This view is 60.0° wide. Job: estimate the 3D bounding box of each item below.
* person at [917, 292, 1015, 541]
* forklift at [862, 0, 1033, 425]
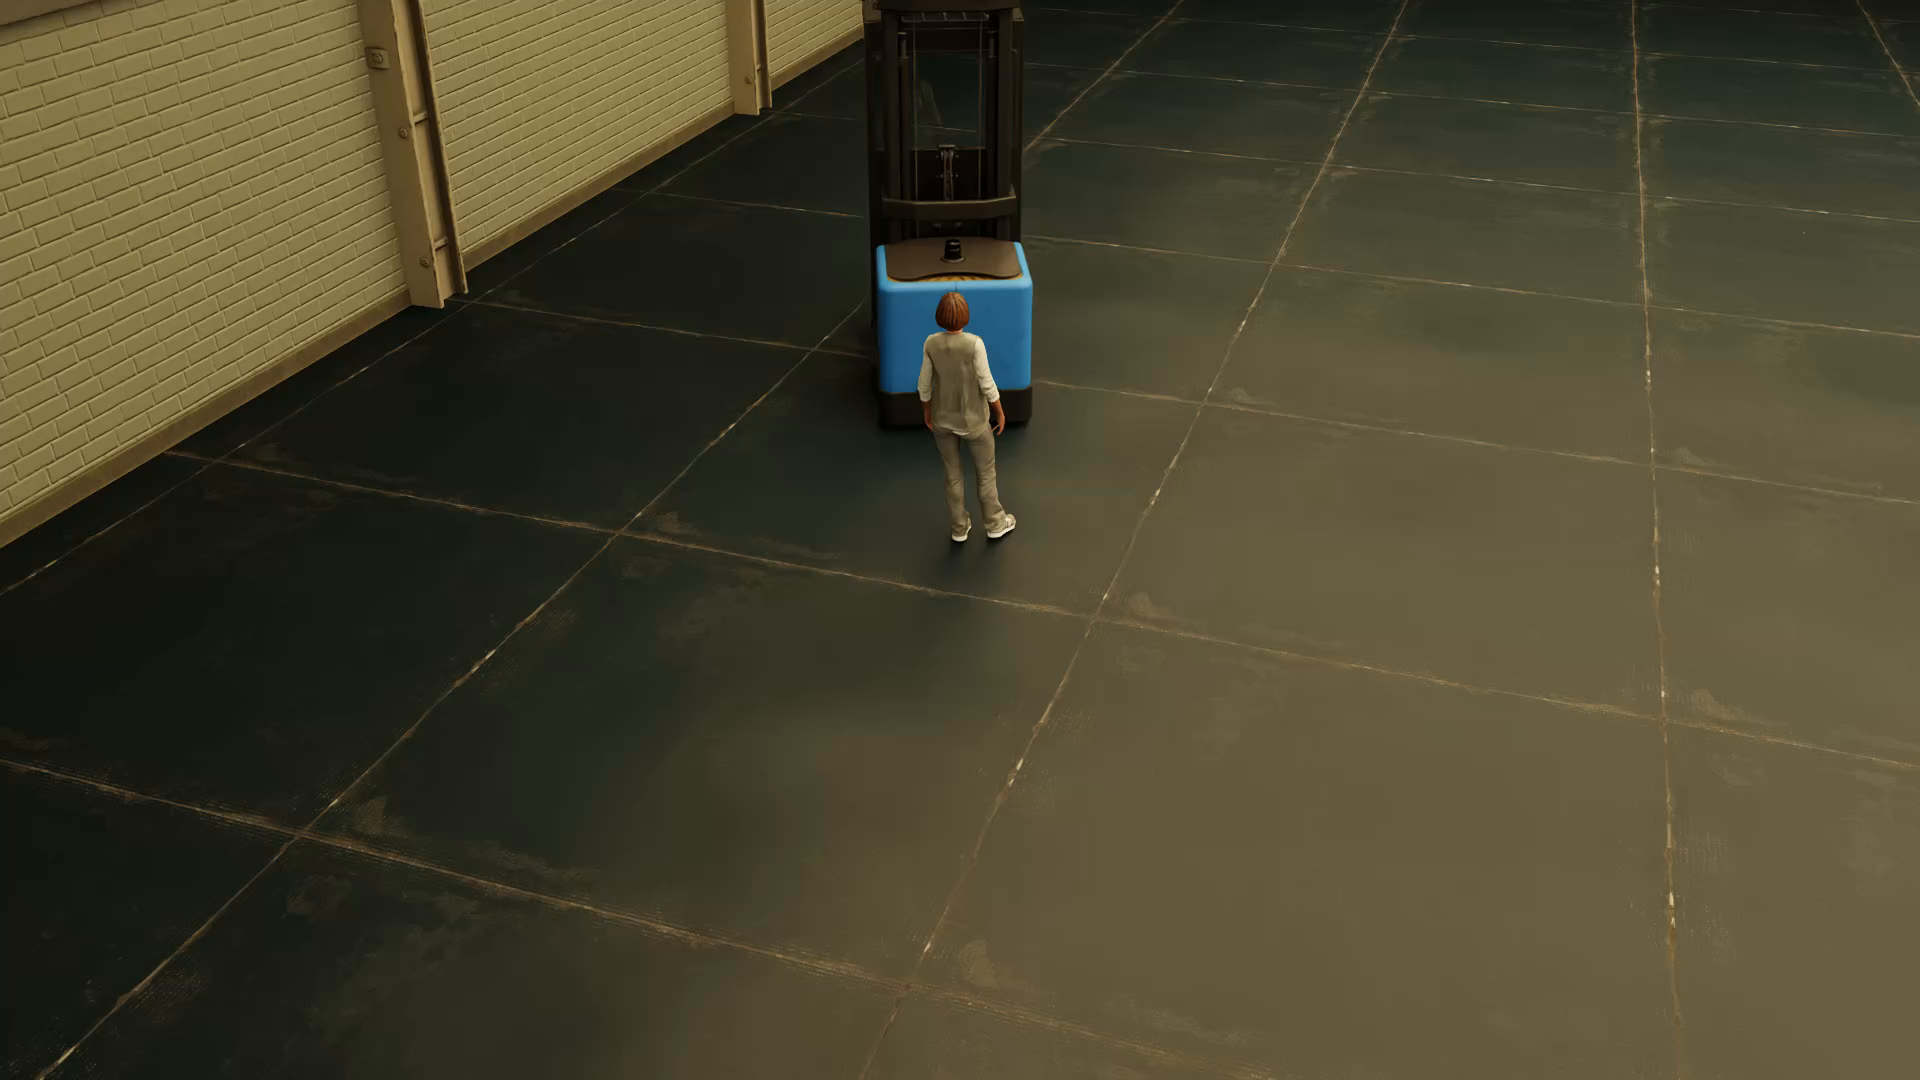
[{"bbox_3d":[0.037,-0.732,9.754,0.521,1.596,0.475,10,31,16],"label":"person"},{"bbox_3d":[-0.123,-2.753,11.965,1.130,2.935,3.031,-2,30,-3],"label":"forklift"}]
